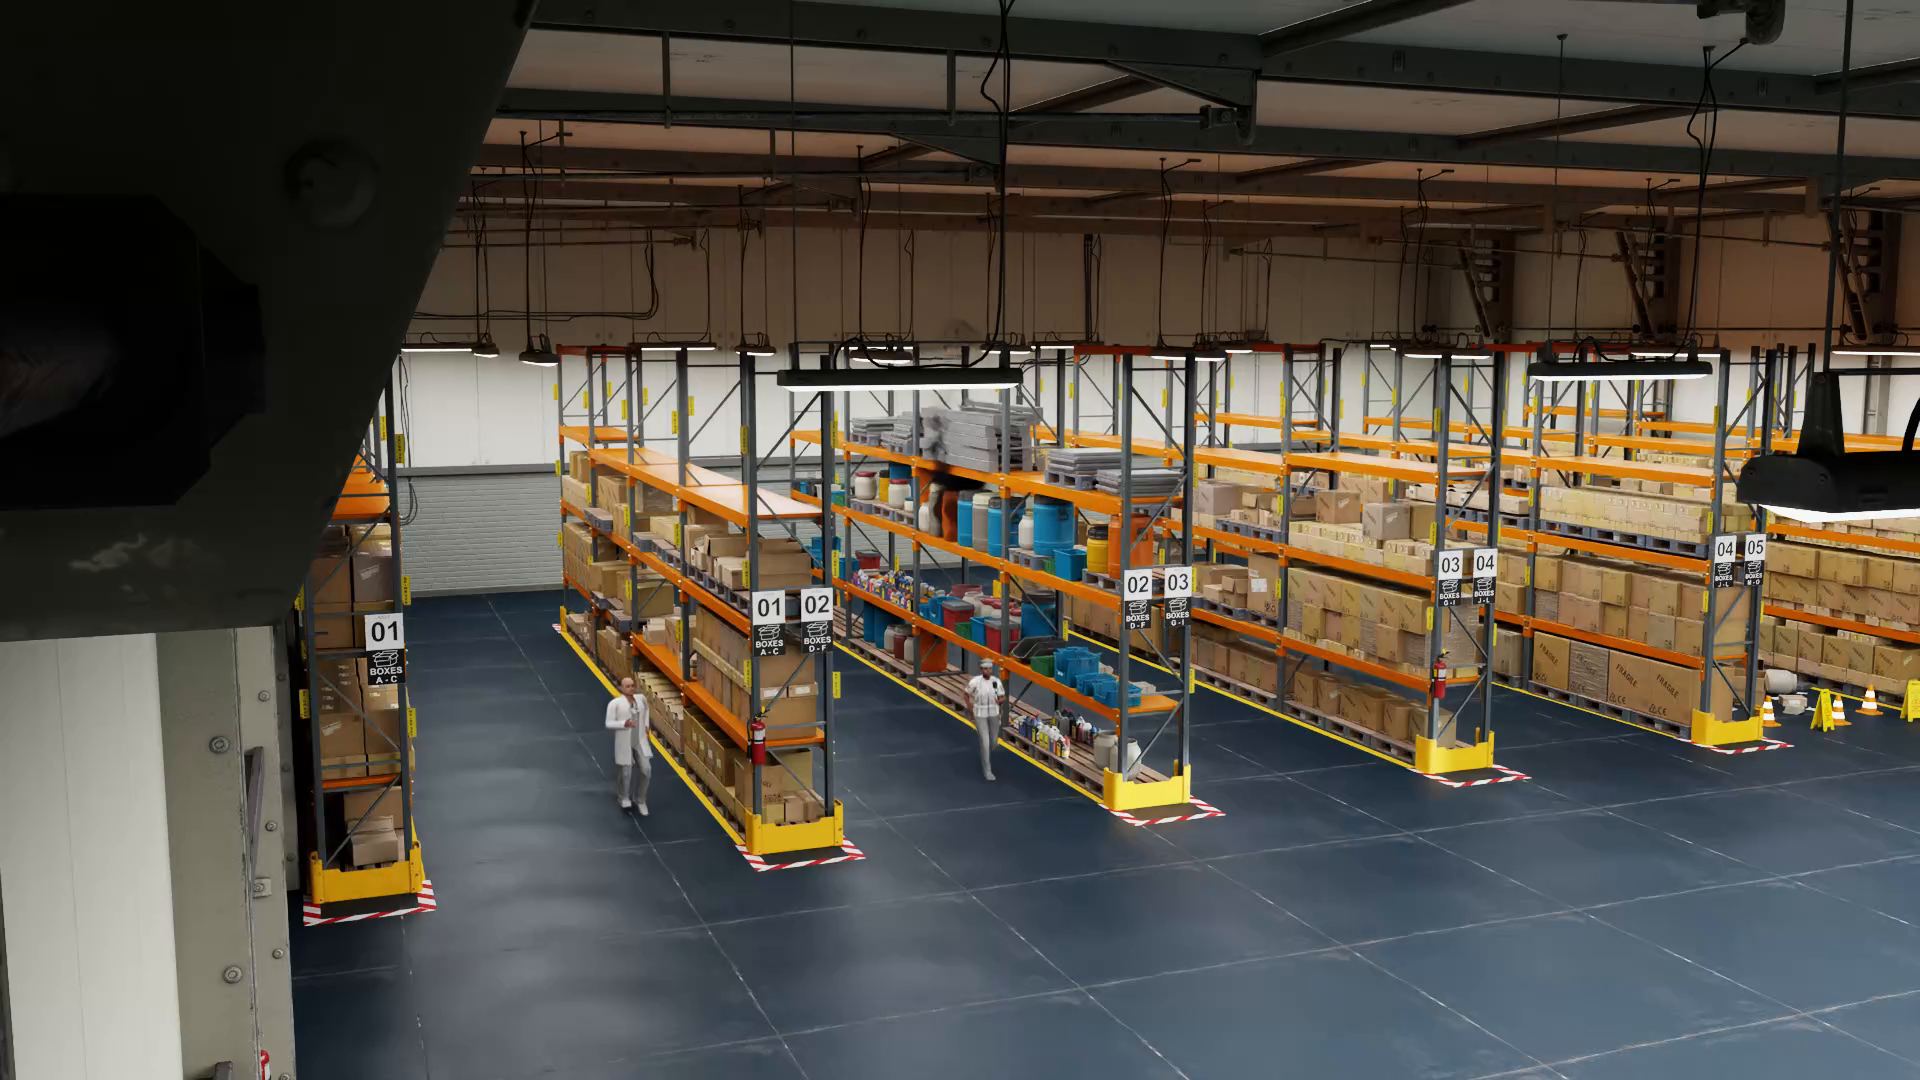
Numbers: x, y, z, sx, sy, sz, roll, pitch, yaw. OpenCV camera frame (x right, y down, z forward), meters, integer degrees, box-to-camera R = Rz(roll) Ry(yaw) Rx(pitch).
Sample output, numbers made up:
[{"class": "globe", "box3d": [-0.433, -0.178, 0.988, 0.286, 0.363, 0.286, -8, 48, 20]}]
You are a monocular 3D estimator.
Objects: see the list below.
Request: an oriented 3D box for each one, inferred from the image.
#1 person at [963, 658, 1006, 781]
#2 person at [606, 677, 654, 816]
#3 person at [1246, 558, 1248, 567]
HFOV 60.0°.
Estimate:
[{"class": "person", "box3d": [0.368, 2.497, 23.597, 0.583, 1.664, 0.899, -2, 8, -16]}, {"class": "person", "box3d": [-4.291, 2.701, 21.740, 0.685, 1.826, 0.777, -4, 8, -30]}, {"class": "person", "box3d": [7.302, 0.353, 41.053, 0.597, 1.627, 0.615, 5, 9, 37]}]
